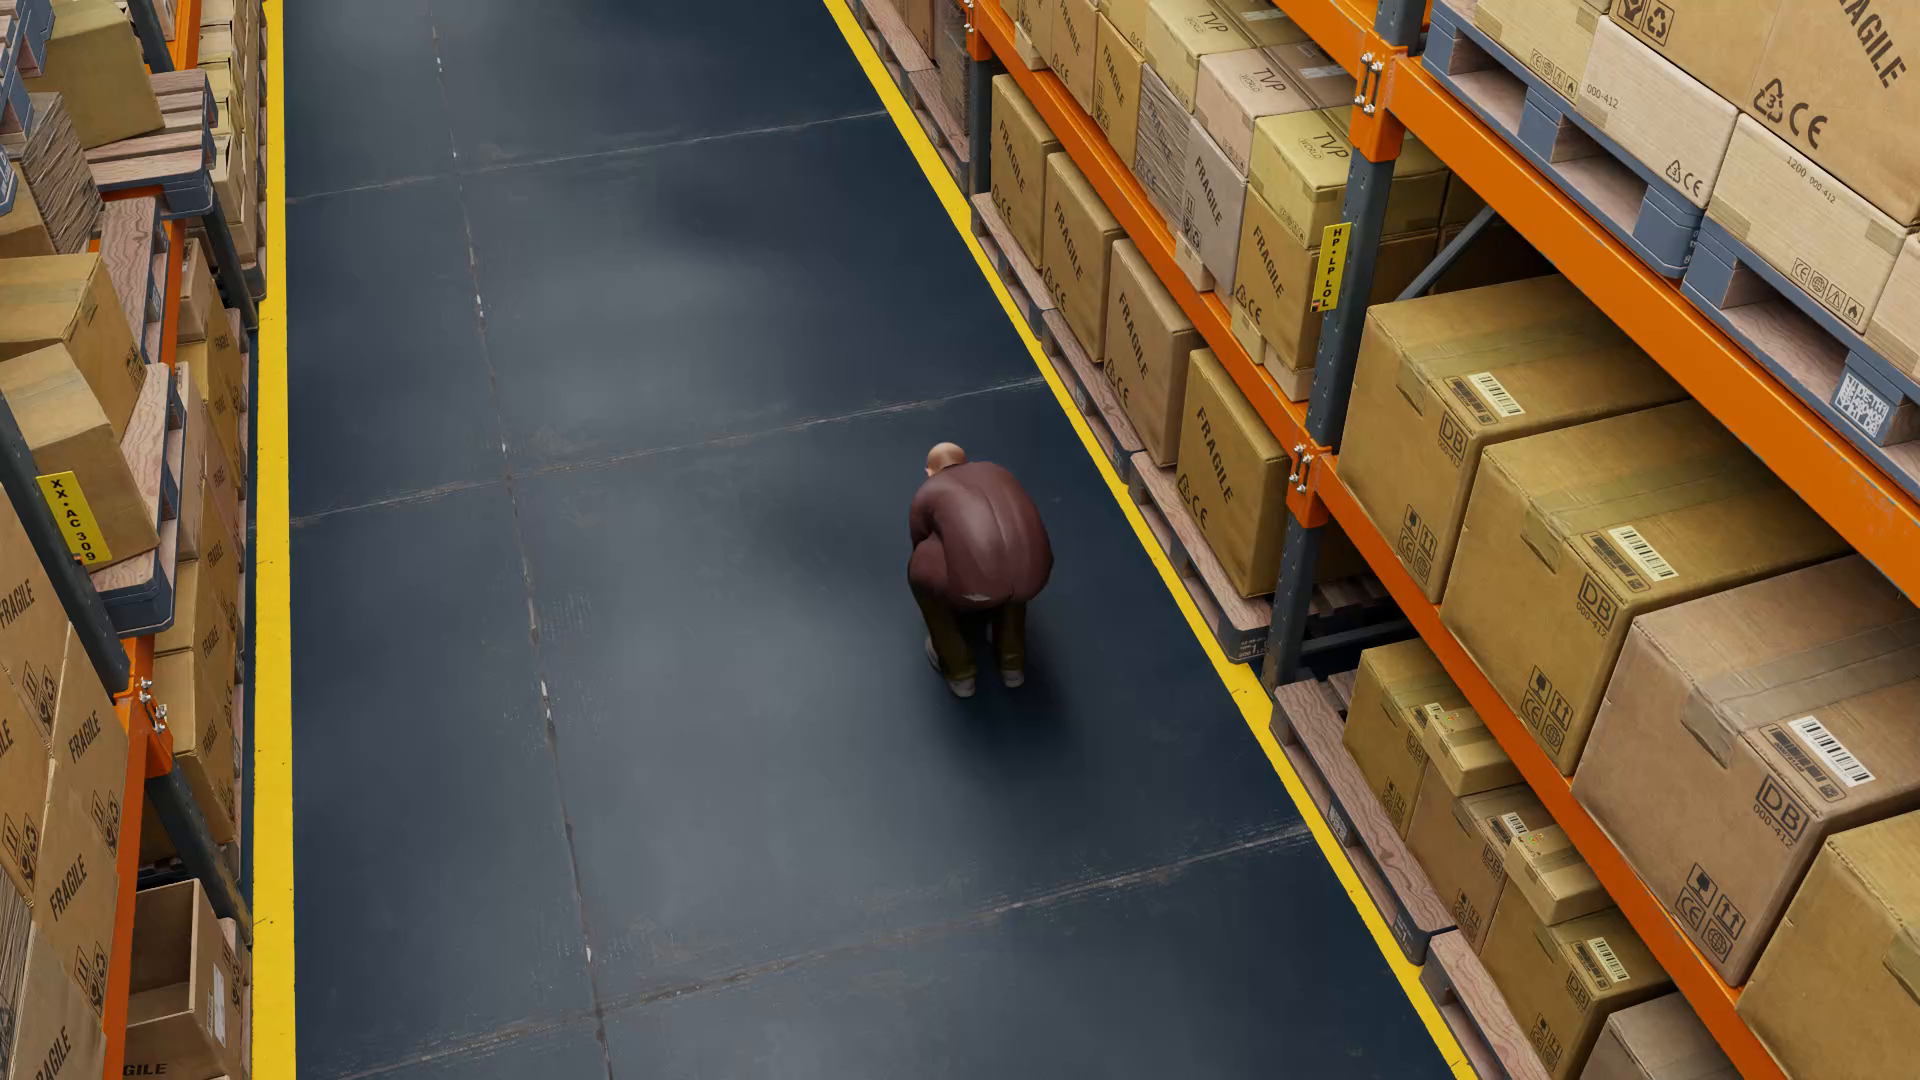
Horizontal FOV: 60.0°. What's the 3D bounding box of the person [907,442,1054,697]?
[{"bbox_3d":[0.036,0.092,6.686,0.583,0.952,0.944,-13,43,-15],"label":"person"}]
